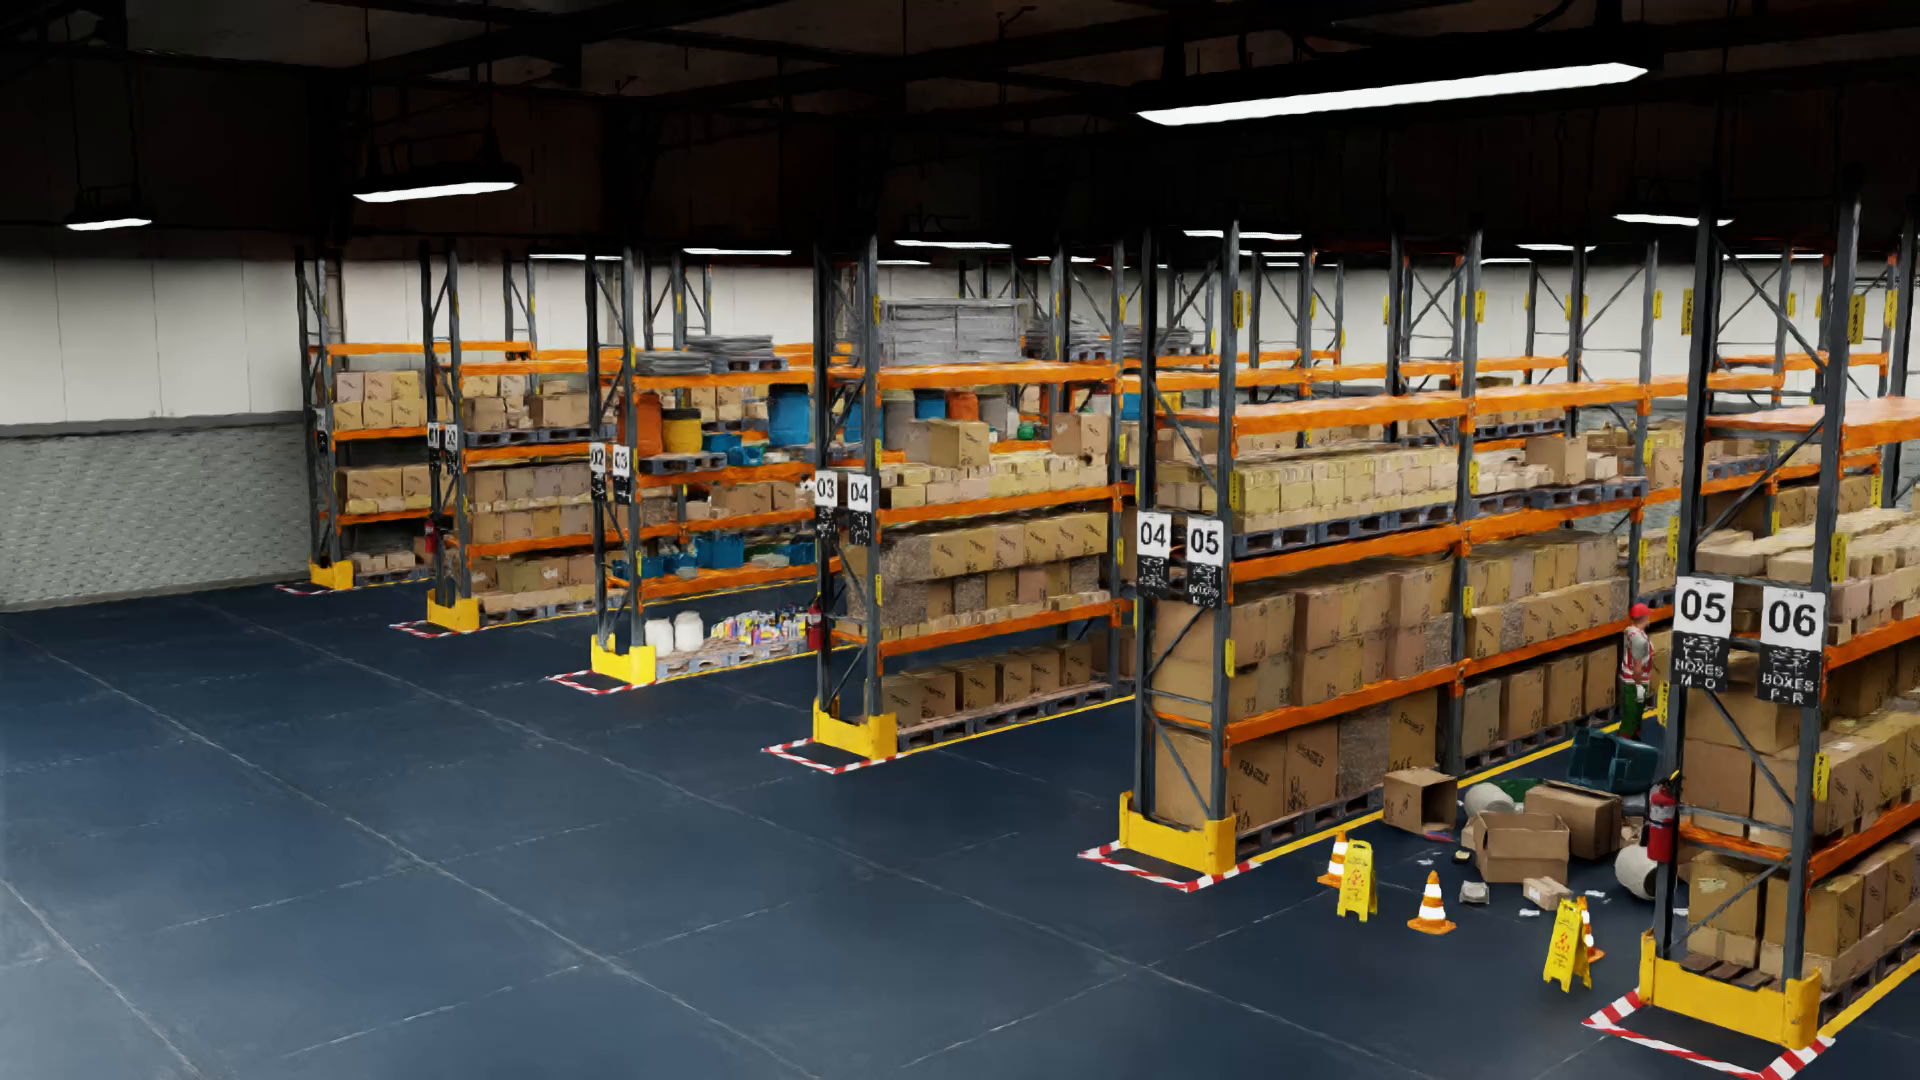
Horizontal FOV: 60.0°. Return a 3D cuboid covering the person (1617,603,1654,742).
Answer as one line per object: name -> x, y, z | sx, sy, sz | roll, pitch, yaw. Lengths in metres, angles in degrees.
person -> 7.531, 1.579, 18.394 | 0.446, 1.789, 0.605 | 3, 9, 17

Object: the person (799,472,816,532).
person -> -3.173, -0.721, 34.703 | 1.088, 1.589, 0.456 | -7, 11, -40

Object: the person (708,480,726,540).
person -> -4.696, -0.343, 31.956 | 0.412, 1.674, 0.510 | 2, 9, 16
